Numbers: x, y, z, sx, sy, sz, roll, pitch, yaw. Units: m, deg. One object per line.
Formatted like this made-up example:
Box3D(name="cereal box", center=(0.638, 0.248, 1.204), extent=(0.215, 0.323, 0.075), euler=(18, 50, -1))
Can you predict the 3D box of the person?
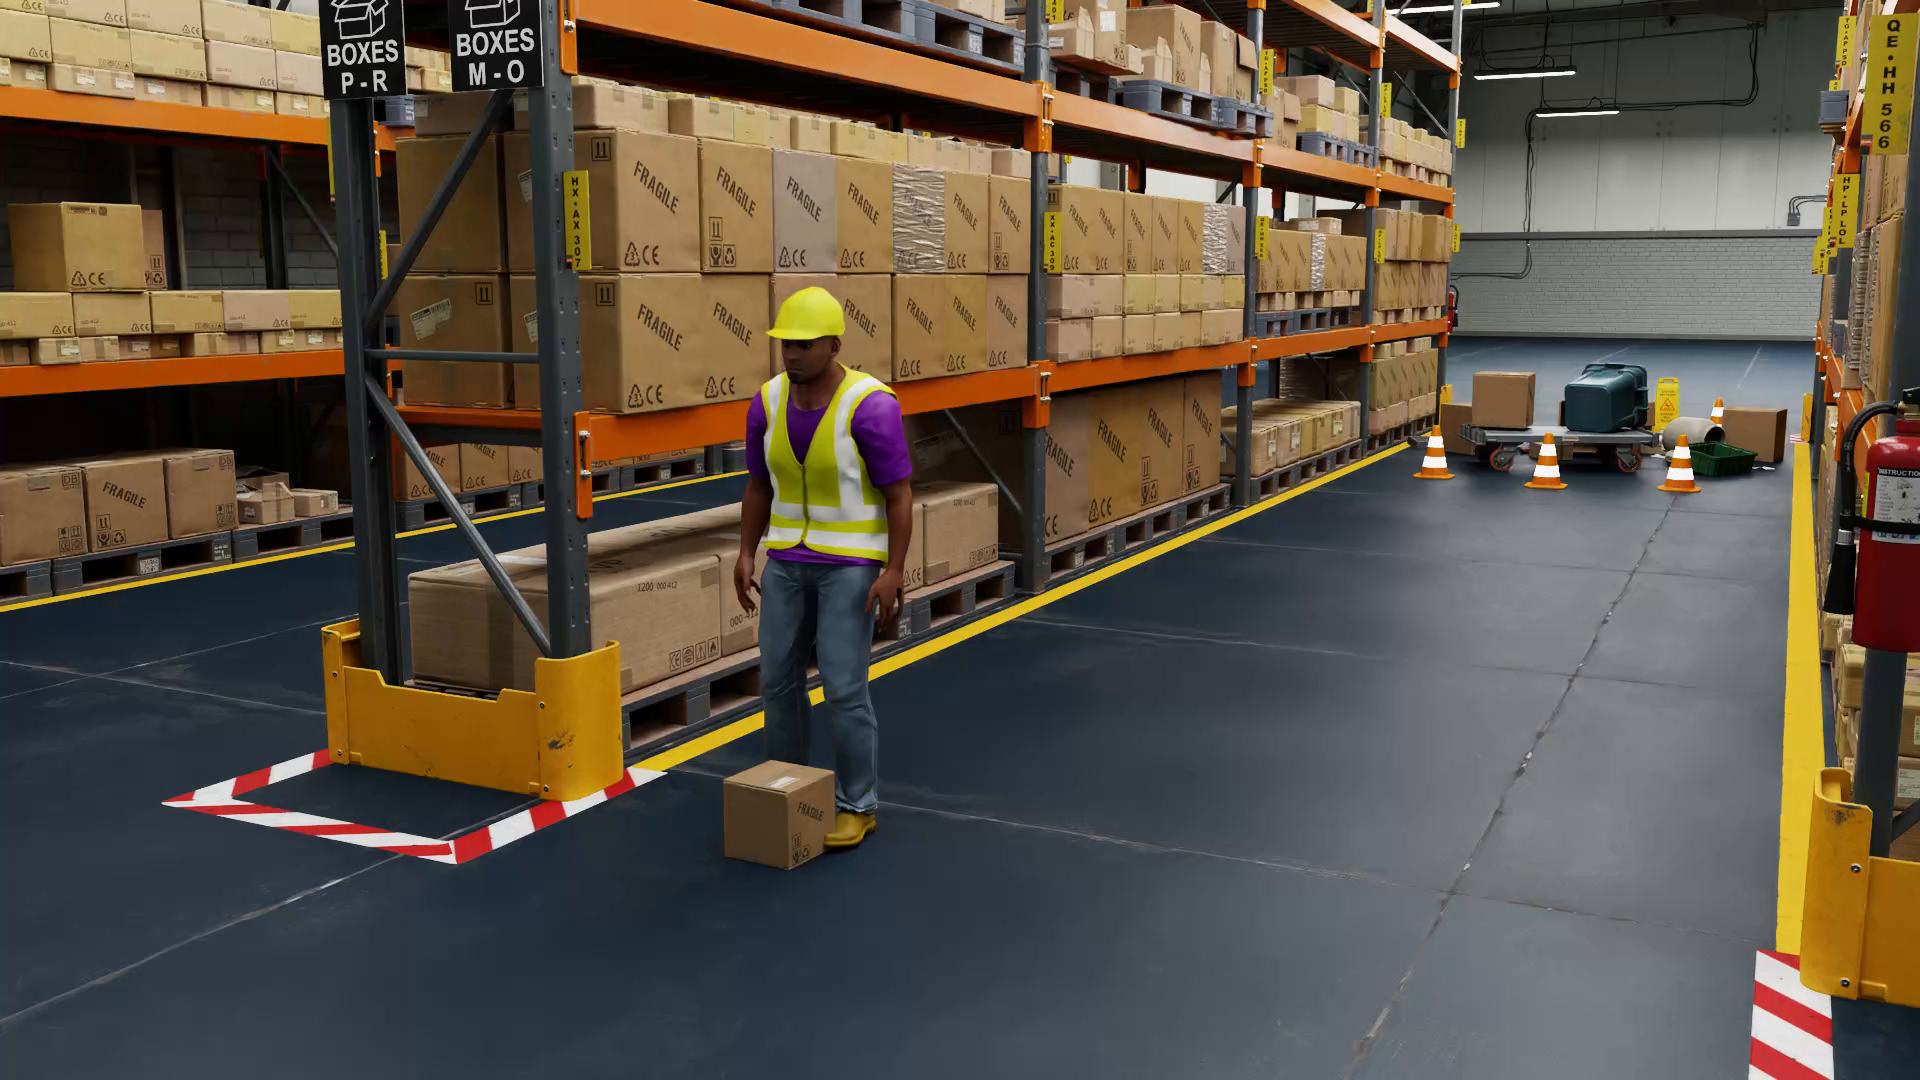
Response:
Box3D(name="person", center=(-0.452, 0.083, 5.286), extent=(0.627, 1.759, 0.459), euler=(5, 10, 29))
